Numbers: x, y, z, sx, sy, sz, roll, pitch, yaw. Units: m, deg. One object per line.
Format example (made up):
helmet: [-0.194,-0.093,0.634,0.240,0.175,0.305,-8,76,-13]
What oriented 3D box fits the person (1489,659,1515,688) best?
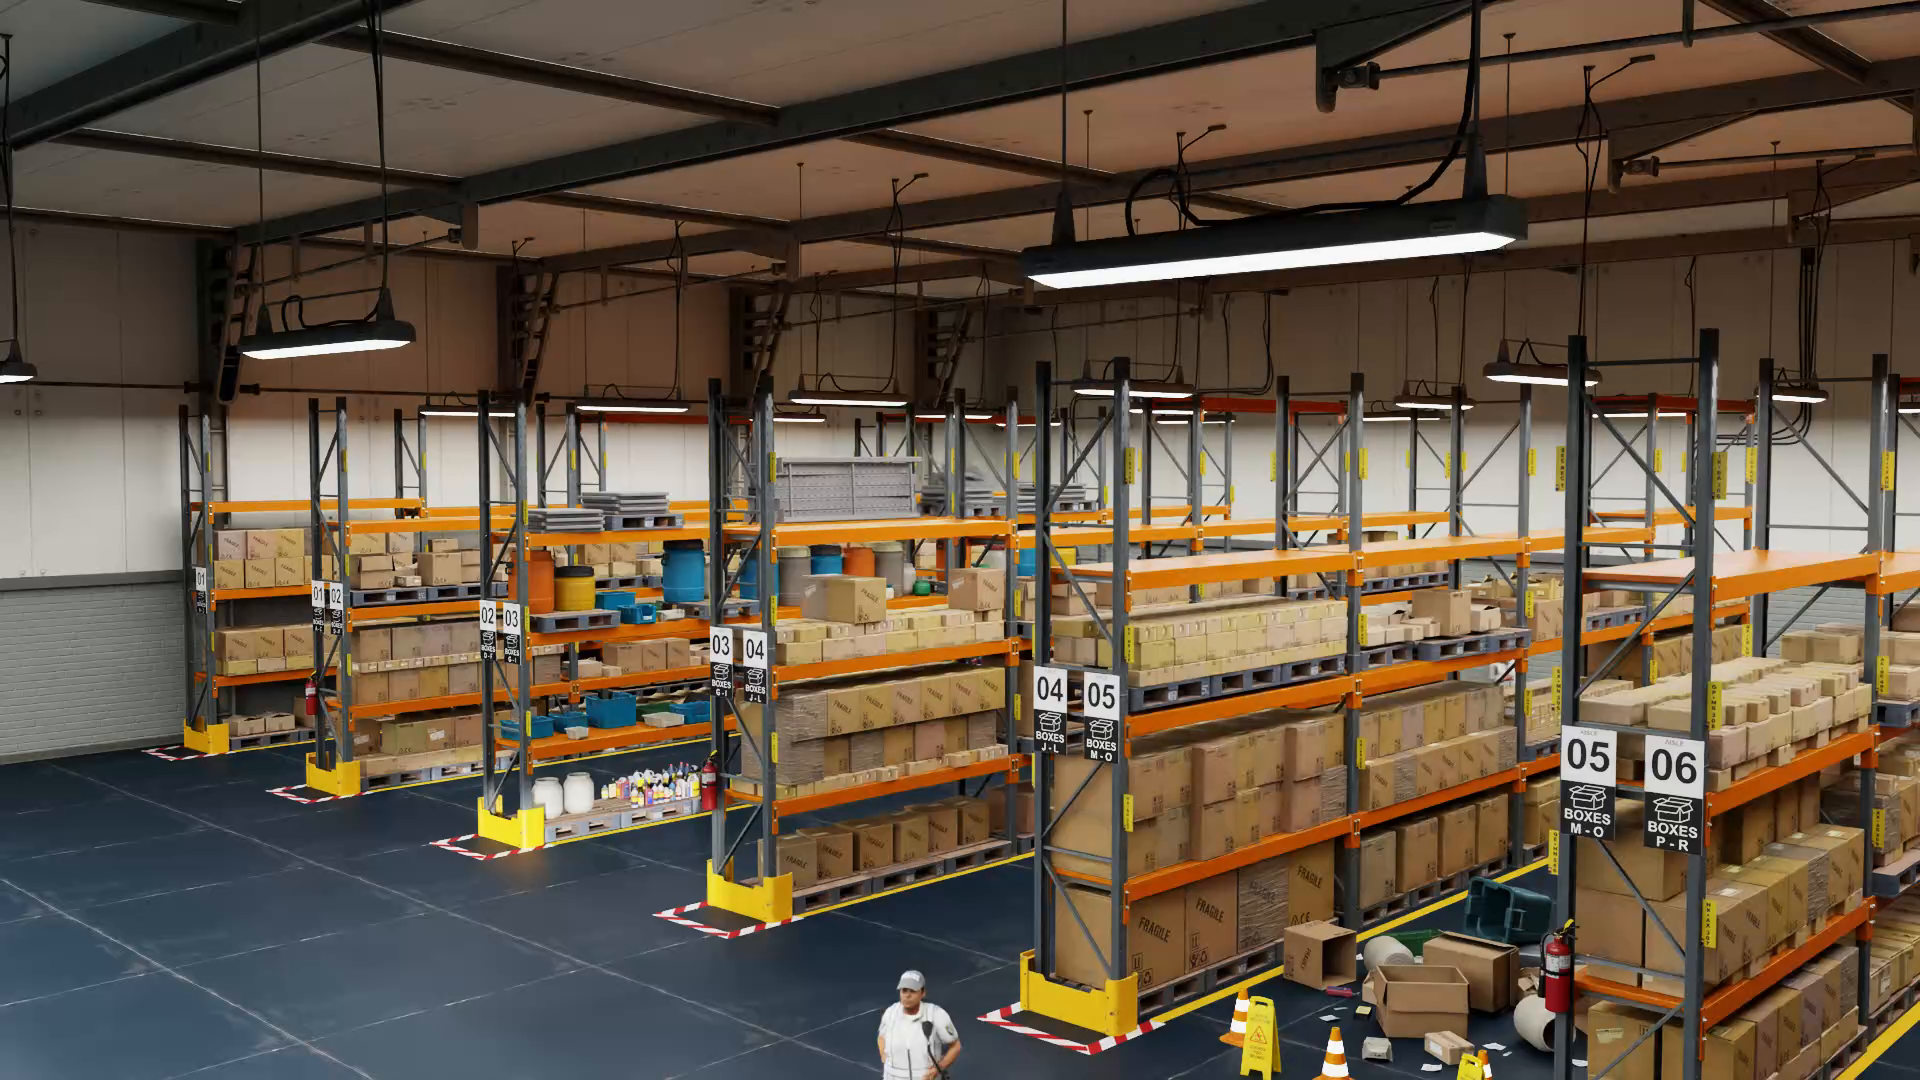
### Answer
person: [9.839,2.737,29.903,0.699,1.817,0.689,0,3,8]

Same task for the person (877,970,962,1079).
person: [-0.287,3.749,11.354,0.600,1.671,0.794,0,3,6]
